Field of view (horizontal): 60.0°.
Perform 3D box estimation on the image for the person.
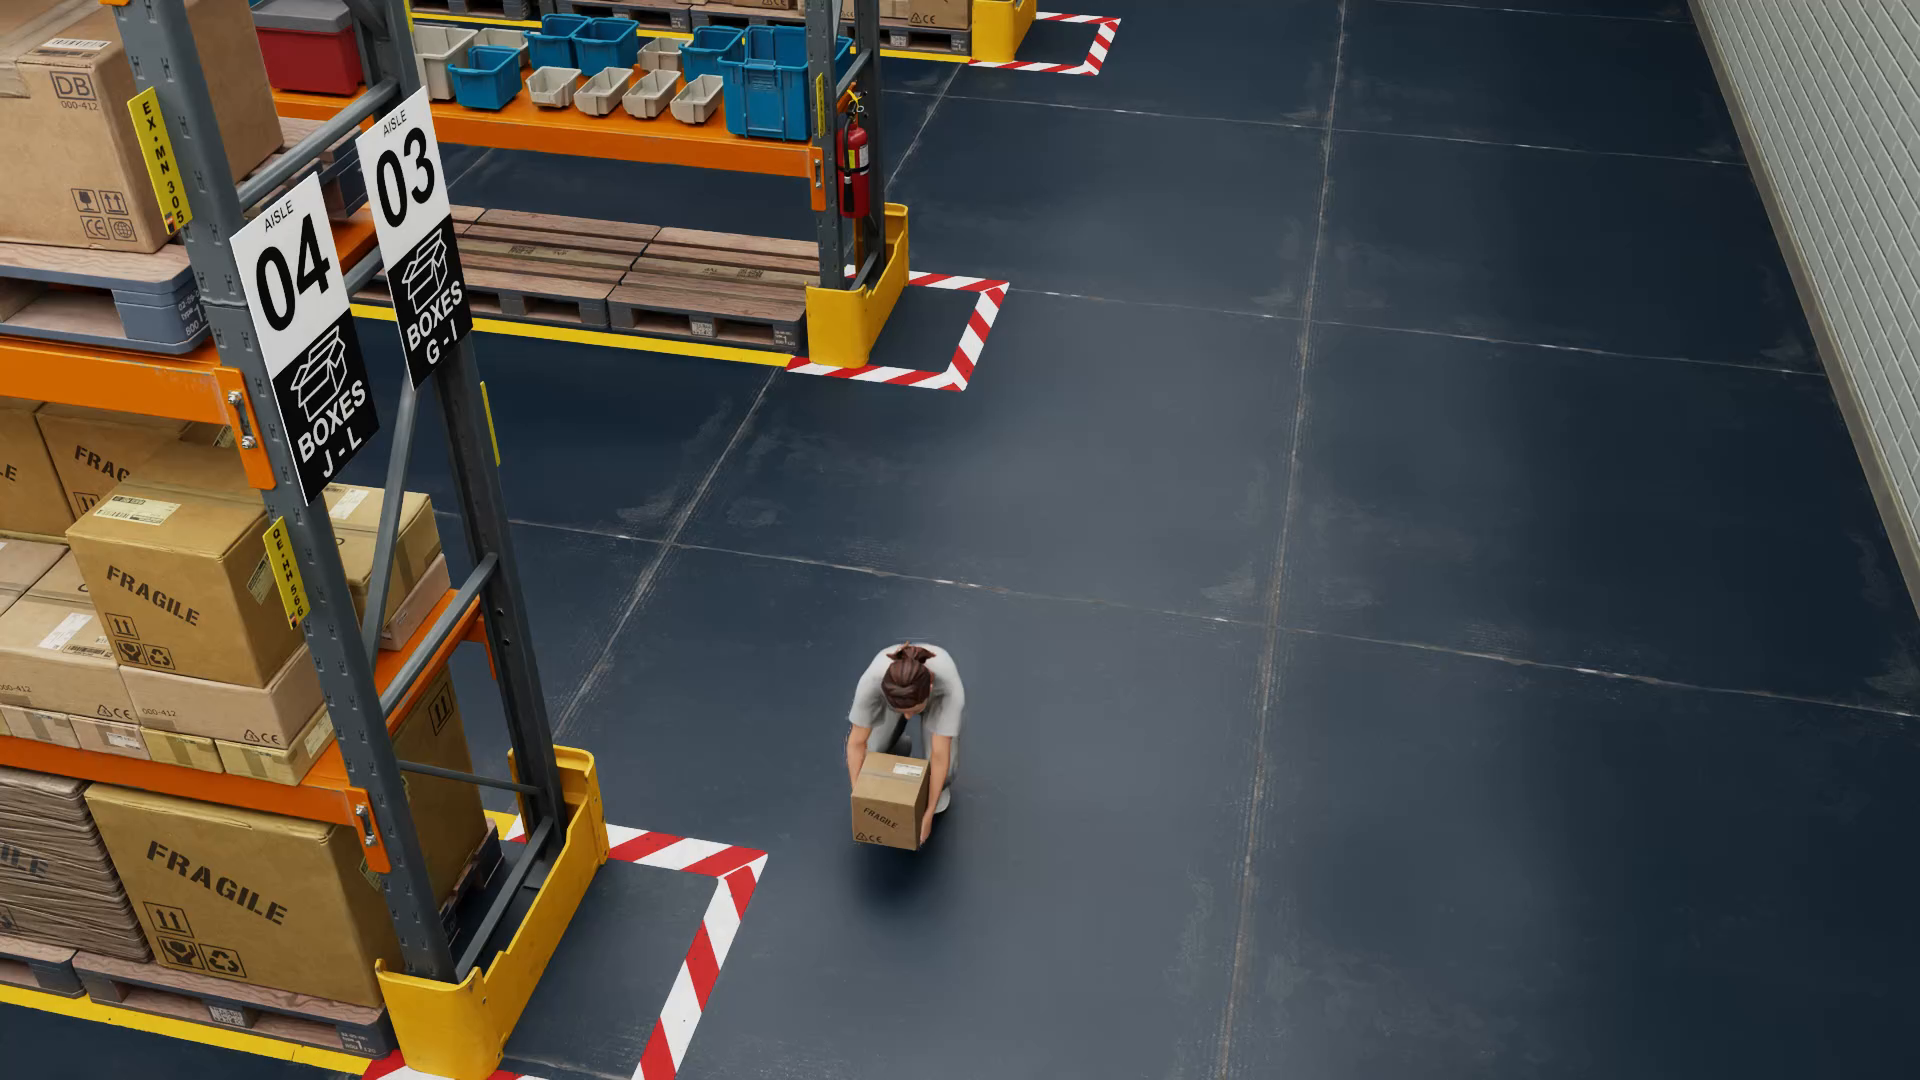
[{"bbox_3d":[-0.201,0.714,6.624,0.469,0.949,0.803,7,37,9],"label":"person"}]
